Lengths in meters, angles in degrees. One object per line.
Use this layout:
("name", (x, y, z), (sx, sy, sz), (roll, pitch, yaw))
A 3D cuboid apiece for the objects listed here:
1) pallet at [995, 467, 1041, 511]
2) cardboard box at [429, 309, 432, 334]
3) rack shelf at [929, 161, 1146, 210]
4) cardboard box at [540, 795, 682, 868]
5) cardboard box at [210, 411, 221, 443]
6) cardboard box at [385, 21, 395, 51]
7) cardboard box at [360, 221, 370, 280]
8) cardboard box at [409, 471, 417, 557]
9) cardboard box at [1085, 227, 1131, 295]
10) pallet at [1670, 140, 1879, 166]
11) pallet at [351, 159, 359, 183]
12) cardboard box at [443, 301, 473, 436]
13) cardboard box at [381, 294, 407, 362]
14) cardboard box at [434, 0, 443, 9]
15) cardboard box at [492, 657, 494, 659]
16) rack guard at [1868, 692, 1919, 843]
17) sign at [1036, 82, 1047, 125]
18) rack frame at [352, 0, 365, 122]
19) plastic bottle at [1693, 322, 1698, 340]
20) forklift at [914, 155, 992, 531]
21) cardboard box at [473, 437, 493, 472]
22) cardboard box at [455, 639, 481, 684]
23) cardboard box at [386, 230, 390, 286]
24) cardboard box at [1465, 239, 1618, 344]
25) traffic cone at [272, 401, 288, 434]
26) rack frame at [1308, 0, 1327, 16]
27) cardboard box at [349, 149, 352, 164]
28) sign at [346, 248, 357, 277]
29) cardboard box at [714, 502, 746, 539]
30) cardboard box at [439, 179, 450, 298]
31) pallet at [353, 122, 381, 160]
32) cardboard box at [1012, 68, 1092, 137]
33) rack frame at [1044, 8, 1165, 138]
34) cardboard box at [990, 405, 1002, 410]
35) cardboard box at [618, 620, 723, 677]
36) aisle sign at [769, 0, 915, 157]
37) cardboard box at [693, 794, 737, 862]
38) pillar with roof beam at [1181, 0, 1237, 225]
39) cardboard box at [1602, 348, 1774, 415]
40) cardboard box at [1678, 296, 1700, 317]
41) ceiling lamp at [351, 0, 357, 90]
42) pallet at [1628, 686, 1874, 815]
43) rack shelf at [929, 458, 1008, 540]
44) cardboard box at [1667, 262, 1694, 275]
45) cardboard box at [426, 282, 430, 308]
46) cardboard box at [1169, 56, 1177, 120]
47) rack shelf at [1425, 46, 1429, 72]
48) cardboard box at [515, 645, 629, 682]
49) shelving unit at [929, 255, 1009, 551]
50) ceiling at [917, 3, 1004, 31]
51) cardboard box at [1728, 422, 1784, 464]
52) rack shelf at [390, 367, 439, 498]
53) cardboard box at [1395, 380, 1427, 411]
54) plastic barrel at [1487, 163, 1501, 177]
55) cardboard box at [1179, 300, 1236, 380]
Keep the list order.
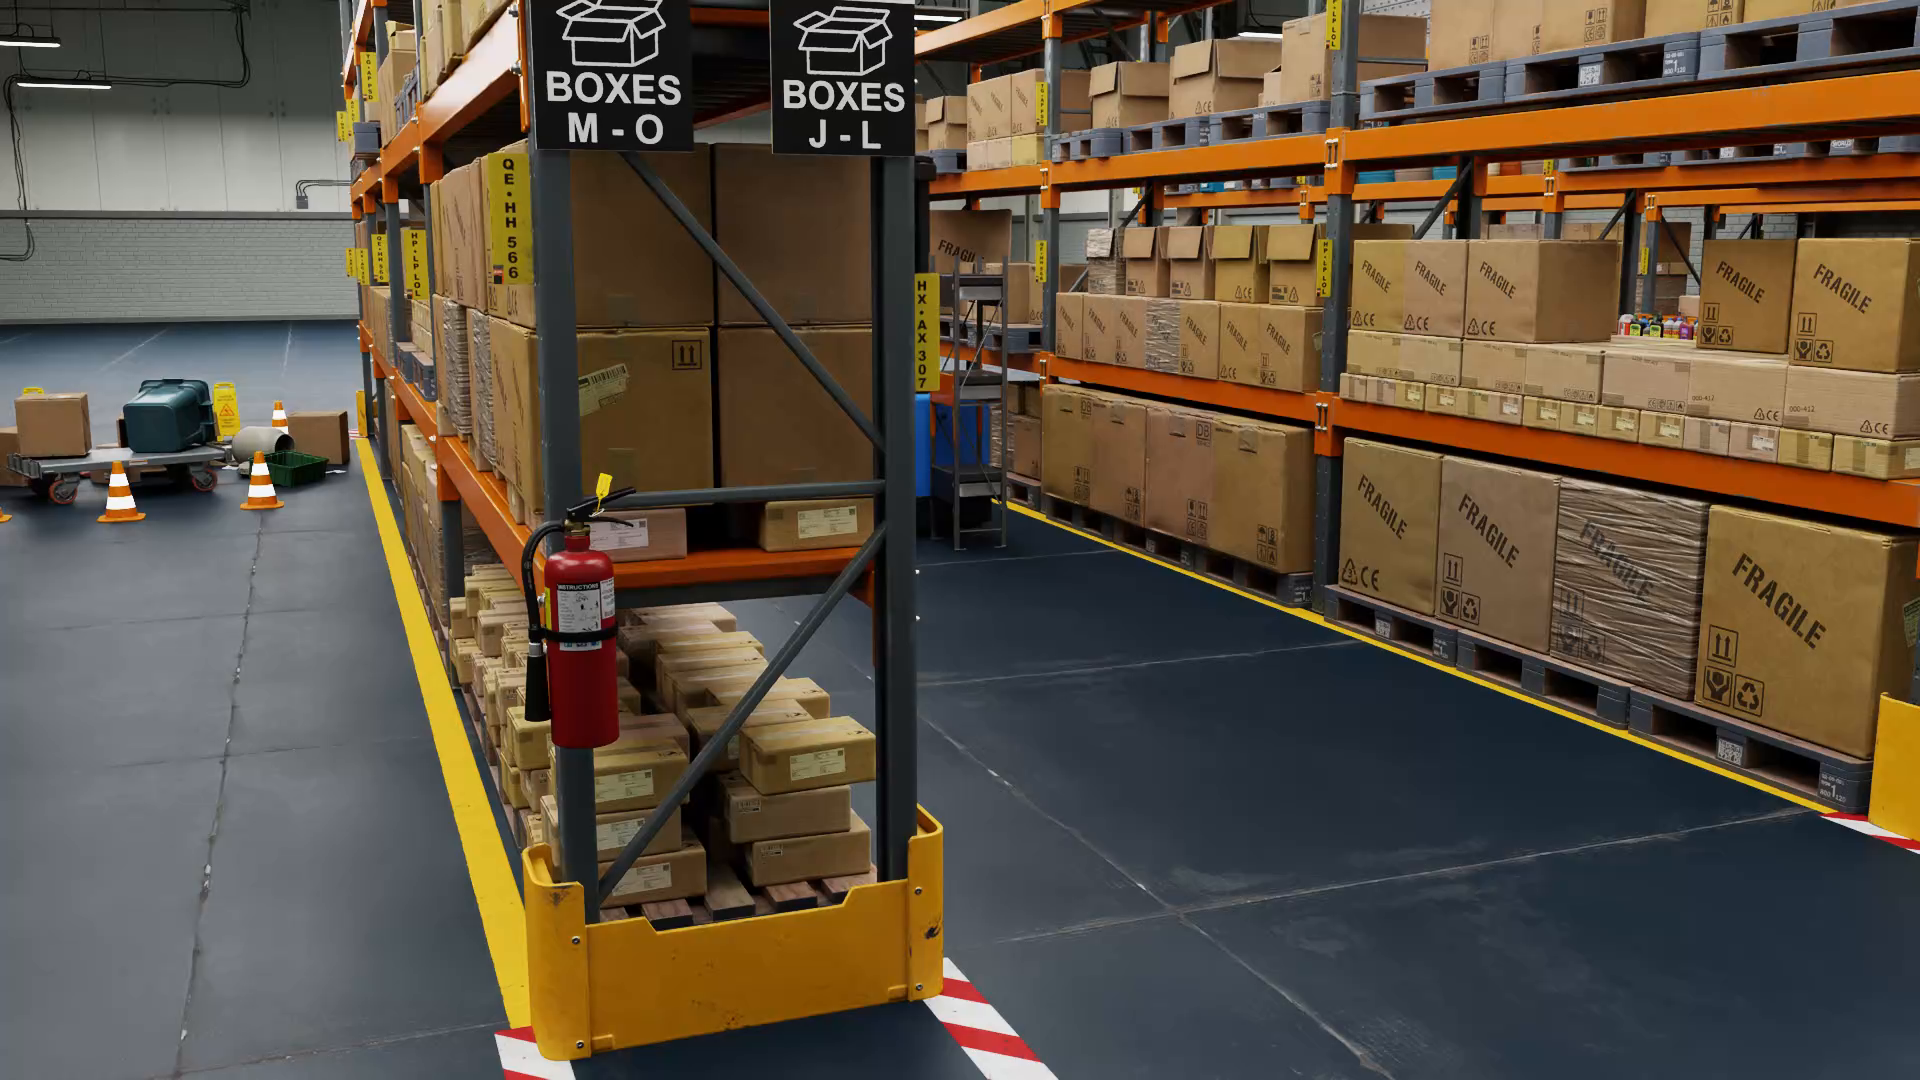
("pallet", (0.869, -0.475, 14.490), (1.003, 0.211, 1.213), (-4, 11, -21))
("cardboard box", (-2.869, -1.266, 9.643), (0.380, 0.149, 0.250), (-4, 11, -21))
("rack shelf", (0.426, -3.170, 15.164), (1.077, 0.370, 4.000), (-4, 11, -21))
("cardboard box", (-1.067, 0.866, 5.080), (0.380, 0.149, 0.250), (-4, 11, -22))
("cardboard box", (-7.989, -1.042, 16.844), (0.637, 0.503, 0.797), (5, 11, 28))
("cardboard box", (-3.432, -3.158, 10.570), (0.396, 0.266, 0.258), (-4, 11, -21))
("cardboard box", (-5.368, -2.826, 16.228), (0.875, 0.550, 0.550), (-4, 11, -21))
("cardboard box", (-3.305, -0.185, 10.833), (0.500, 0.500, 0.500), (-4, 11, -20))
("cardboard box", (1.400, -2.143, 12.755), (0.797, 0.503, 0.637), (-4, 11, -19))
("pallet", (6.427, -3.073, 13.103), (1.003, 0.211, 1.213), (-4, 11, -21))
("pallet", (-6.129, -4.041, 18.260), (1.003, 0.211, 1.213), (-4, 11, -21))
("cardboard box", (-1.780, -0.703, 6.675), (0.500, 0.500, 0.500), (-4, 11, -22))
("cardboard box", (-4.102, -1.610, 12.618), (0.500, 0.500, 0.500), (-4, 11, -21))
("cardboard box", (-1.763, -2.160, 6.435), (0.500, 0.250, 0.500), (-4, 11, -20))
("cardboard box", (-1.834, 0.478, 7.261), (0.380, 0.149, 0.250), (-4, 11, -24))
("rack guard", (4.058, 0.820, 6.384), (1.175, 0.500, 0.348), (-4, 11, -21))
("sign", (0.644, -3.418, 13.028), (0.100, 0.325, 0.005), (-4, 11, -21))
("rack frame", (-4.958, -5.029, 14.996), (1.000, 3.000, 0.127), (-4, 11, -21))
("plastic bottle", (6.057, -1.671, 13.618), (0.097, 0.271, 0.097), (0, 10, 0))
("forklift", (-0.959, -1.695, 13.580), (1.130, 2.935, 3.031), (-6, 12, -31))
("cardboard box", (-1.739, -0.367, 6.635), (0.380, 0.149, 0.250), (-3, 11, -18))
("cardboard box", (-2.131, 0.551, 7.701), (0.380, 0.149, 0.250), (-4, 11, -19))
("cardboard box", (-4.773, -2.536, 14.972), (0.700, 0.500, 0.500), (-4, 11, -22))
("cardboard box", (2.899, -1.250, 8.318), (0.500, 0.500, 0.500), (-4, 11, -23))
("traffic cone", (-7.539, -1.302, 18.421), (0.336, 0.463, 0.334), (-4, 11, -21))
("rack frame", (4.317, -5.641, 18.440), (1.000, 3.000, 0.127), (-4, 11, -21))
("cardboard box", (-6.583, -4.261, 18.477), (0.380, 0.149, 0.250), (-4, 11, -20))
("sign", (-6.927, -3.159, 18.917), (0.100, 0.325, 0.005), (-4, 11, -21))
("cardboard box", (-0.553, -0.105, 5.165), (0.380, 0.149, 0.250), (-3, 11, -19))
("cardboard box", (-1.921, -1.285, 7.087), (0.500, 0.500, 0.500), (-4, 11, -23))
("pallet", (-3.792, -2.908, 12.177), (1.213, 0.211, 1.003), (-3, 11, -18))
("cardboard box", (0.744, -3.555, 13.562), (0.500, 0.500, 0.500), (-4, 11, -19))
("rack frame", (1.150, -4.674, 13.003), (1.000, 3.000, 0.127), (-4, 11, -21))
("cardboard box", (0.464, -0.996, 15.338), (0.700, 0.500, 0.500), (-3, 11, -16))
("cardboard box", (-1.159, 0.432, 6.670), (0.380, 0.149, 0.250), (-4, 11, -21))
("aisle sign", (-0.304, -1.404, 4.323), (0.394, 0.787, 0.004), (-4, 11, -21))
("cardboard box", (-0.673, 0.937, 5.529), (0.380, 0.149, 0.250), (-4, 11, -21))
("pillar with roof beam", (2.626, -9.529, 40.293), (9.100, 9.000, 0.548), (-4, 11, -21))
("cardboard box", (3.259, -0.716, 7.457), (0.500, 0.250, 0.500), (-4, 11, -23))
("cardboard box", (9.154, -2.850, 20.306), (0.500, 0.250, 0.500), (-3, 11, -17))
("ceiling lamp", (-14.354, -12.775, 41.876), (2.000, 3.185, 0.800), (-4, 11, -21))
("pallet", (3.687, 0.833, 7.137), (1.003, 0.211, 1.213), (-4, 11, -21))
("rack shelf", (0.060, -0.304, 12.209), (0.431, 0.518, 0.480), (-4, 11, -21))
("cardboard box", (9.018, -3.426, 20.980), (0.380, 0.149, 0.250), (-4, 11, -21))
("cardboard box", (-2.957, -1.455, 9.855), (0.380, 0.149, 0.250), (-4, 11, -22))
("cardboard box", (1.833, -3.223, 11.925), (0.500, 0.500, 0.500), (-3, 11, -18))
("rack shelf", (5.042, -4.764, 16.703), (1.077, 0.370, 4.000), (-4, 11, -21))
("cardboard box", (-1.464, 0.502, 6.278), (0.380, 0.149, 0.250), (-4, 11, -23))
("shelving unit", (0.060, -1.007, 12.084), (0.431, 2.100, 0.503), (-4, 11, -21))
("ceiling", (1.189, -16.114, 51.621), (6.000, 0.001, 6.000), (-4, 11, -21))
("cardboard box", (3.427, -0.412, 6.888), (0.380, 0.149, 0.250), (-4, 11, -21))
("rack shelf", (-2.784, -0.742, 10.079), (1.077, 0.370, 4.000), (-4, 11, -21))
("cardboard box", (2.588, -0.789, 9.007), (0.380, 0.149, 0.250), (-4, 11, -19))
("plastic barrel", (5.088, -3.636, 16.128), (0.301, 0.262, 0.301), (0, 10, 0))
("cardboard box", (1.807, -1.342, 11.114), (0.500, 0.500, 0.500), (-4, 11, -22))
